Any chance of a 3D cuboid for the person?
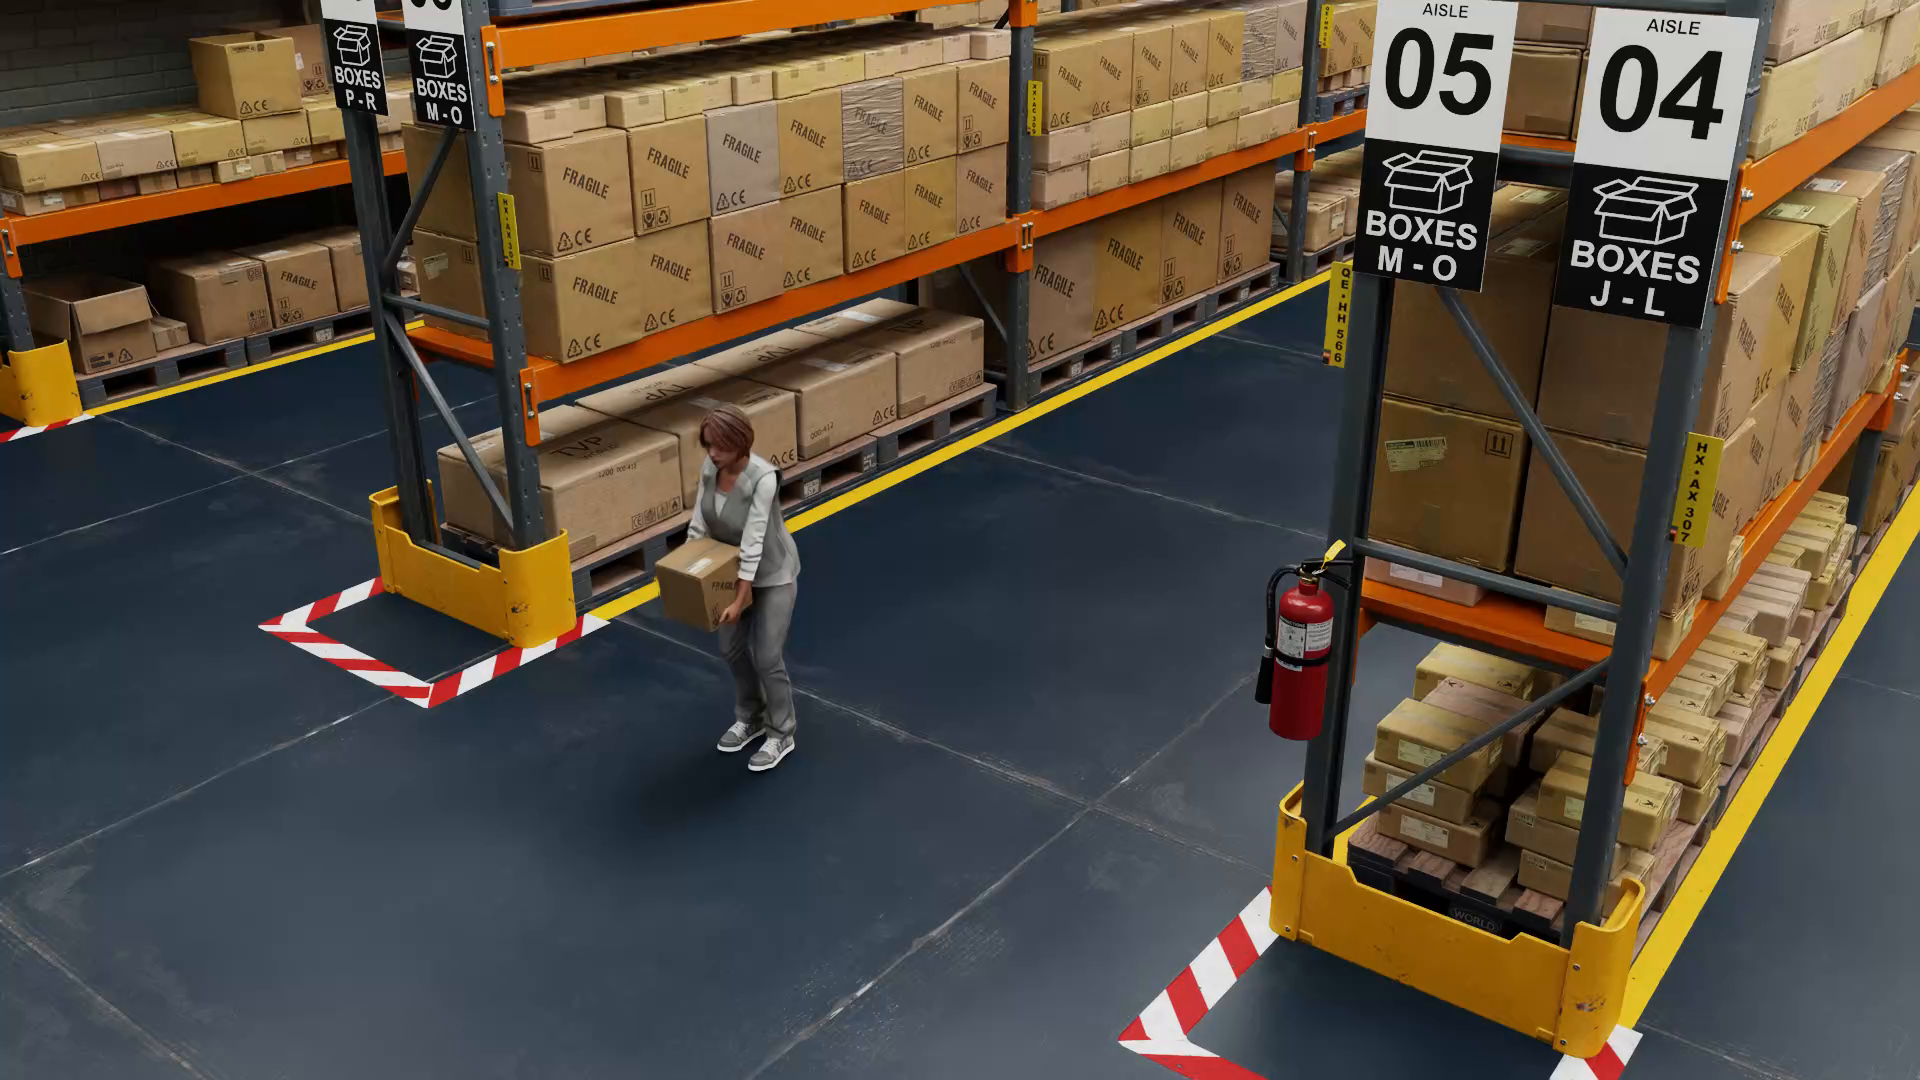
[{"bbox_3d":[-0.881,0.193,6.712,0.373,1.576,0.527,16,29,32],"label":"person"}]
